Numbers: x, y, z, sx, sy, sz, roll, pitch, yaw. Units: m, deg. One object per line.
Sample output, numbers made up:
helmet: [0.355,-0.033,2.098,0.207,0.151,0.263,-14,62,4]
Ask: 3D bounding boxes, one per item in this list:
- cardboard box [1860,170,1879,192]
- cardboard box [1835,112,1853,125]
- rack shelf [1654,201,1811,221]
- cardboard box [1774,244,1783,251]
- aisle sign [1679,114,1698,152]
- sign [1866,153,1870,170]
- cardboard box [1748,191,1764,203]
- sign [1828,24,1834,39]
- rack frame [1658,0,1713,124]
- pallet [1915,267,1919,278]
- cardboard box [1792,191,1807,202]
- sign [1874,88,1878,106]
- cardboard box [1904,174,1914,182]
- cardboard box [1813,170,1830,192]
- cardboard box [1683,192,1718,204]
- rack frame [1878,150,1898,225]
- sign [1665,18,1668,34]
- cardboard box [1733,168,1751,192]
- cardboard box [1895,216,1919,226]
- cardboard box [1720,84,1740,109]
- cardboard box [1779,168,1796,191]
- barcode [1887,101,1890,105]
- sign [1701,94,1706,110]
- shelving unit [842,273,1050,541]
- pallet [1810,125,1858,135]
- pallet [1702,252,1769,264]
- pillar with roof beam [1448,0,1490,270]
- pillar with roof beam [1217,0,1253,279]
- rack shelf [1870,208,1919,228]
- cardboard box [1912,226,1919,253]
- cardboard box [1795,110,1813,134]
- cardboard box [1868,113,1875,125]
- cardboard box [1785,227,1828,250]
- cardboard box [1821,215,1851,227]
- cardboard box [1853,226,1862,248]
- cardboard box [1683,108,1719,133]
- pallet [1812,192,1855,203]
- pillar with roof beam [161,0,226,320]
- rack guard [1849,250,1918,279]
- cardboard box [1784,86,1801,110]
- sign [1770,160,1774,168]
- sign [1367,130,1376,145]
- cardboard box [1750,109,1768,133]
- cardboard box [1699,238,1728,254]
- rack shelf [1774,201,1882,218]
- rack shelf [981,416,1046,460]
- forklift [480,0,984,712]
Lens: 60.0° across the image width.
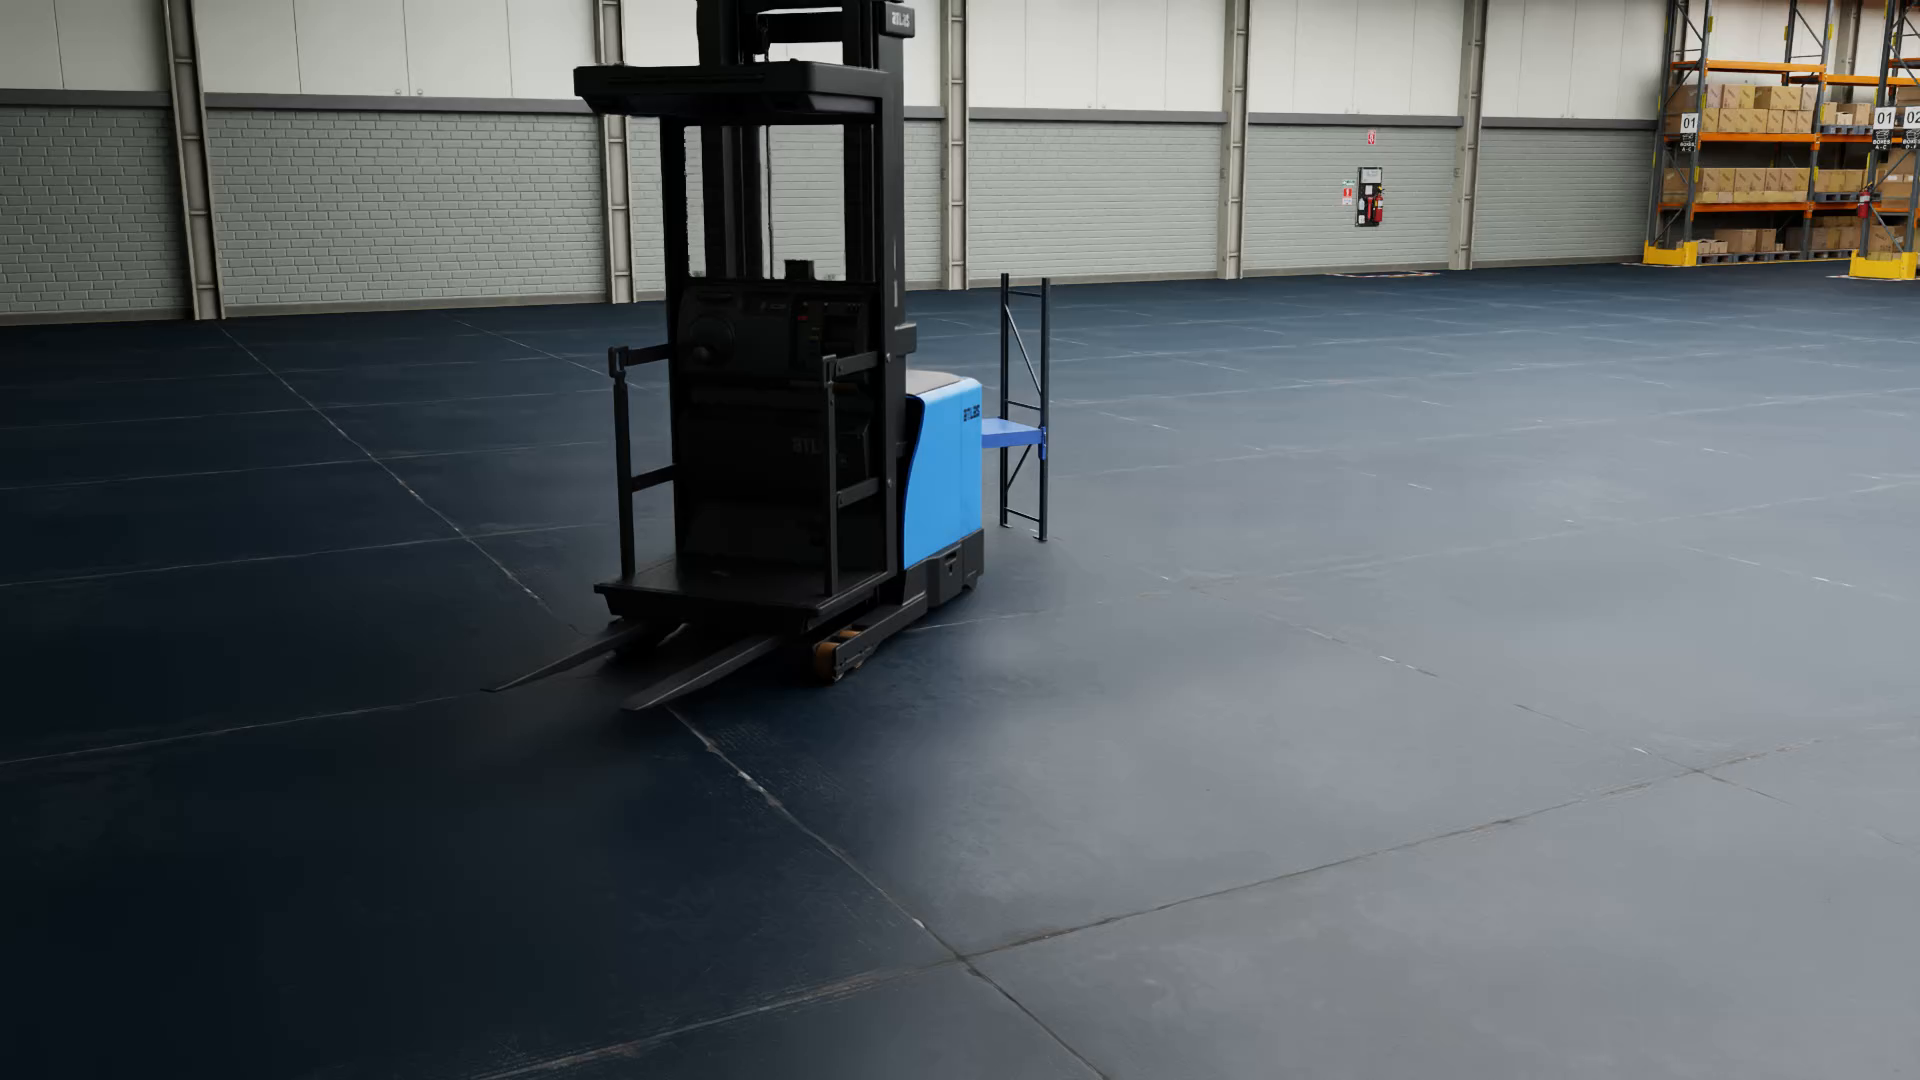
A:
cardboard box: [21.038,-8.431,39.010,0.500,0.500,0.700,-7,14,-28]
cardboard box: [20.076,-9.665,38.138,0.500,0.311,0.500,-6,14,-26]
rack shelf: [17.262,-7.372,37.173,4.000,0.370,1.077,-7,14,-28]
cardboard box: [18.562,-6.704,38.016,0.250,0.166,0.380,-9,16,-35]
aisle sign: [15.587,-8.716,35.583,0.004,0.787,0.394,-7,14,-28]
sign: [17.636,-7.345,32.237,0.005,0.325,0.100,-7,14,-28]
cardboard box: [17.431,-7.602,36.852,0.500,0.250,0.500,-7,14,-27]
sign: [19.261,-11.248,36.786,0.005,0.325,0.100,-7,14,-28]
rack frame: [15.507,-10.439,35.501,0.127,3.000,1.000,-7,14,-28]
pallet: [18.535,-5.287,32.619,1.213,0.211,1.003,-7,14,-28]
cardboard box: [18.747,-7.762,37.562,0.500,0.250,0.500,-7,14,-28]
sign: [17.636,-8.521,31.972,0.005,0.325,0.100,-7,14,-28]
cardboard box: [18.331,-6.923,31.836,0.250,0.149,0.380,-7,14,-28]
cardboard box: [19.481,-8.244,38.179,0.500,0.500,0.700,-7,14,-28]
cardboard box: [16.087,-7.439,36.130,0.500,0.250,0.500,-7,15,-29]
rack frame: [22.529,-8.354,39.899,0.127,3.000,1.000,-7,14,-28]
sign: [15.259,-11.081,35.865,0.005,0.325,0.100,-7,14,-28]
cardboard box: [16.965,-7.911,36.516,0.500,0.500,0.500,-7,15,-30]
cardboard box: [23.237,-7.562,40.320,0.750,0.750,0.750,-7,14,-29]
cardboard box: [16.426,-9.559,35.870,0.500,0.500,0.500,-7,14,-29]
cardboard box: [18.316,-8.073,37.237,0.500,0.500,0.500,-7,14,-28]
barcode: [17.917,-8.430,32.080,0.075,0.075,0.001,-7,14,-28]
sign: [15.767,-9.298,35.269,0.005,0.325,0.100,-7,14,-28]
shelving unit: [-0.075,-0.723,9.405,1.048,1.500,0.538,-7,14,-28]
pallet: [19.611,-9.350,37.918,1.003,0.211,1.213,-7,14,-28]
pallet: [17.373,-6.366,37.417,1.213,0.211,1.003,-7,14,-28]
pillar with roof beam: [12.503,-9.219,30.077,0.400,9.000,9.100,-7,14,-28]
pillar with roof beam: [7.237,-8.588,27.273,0.400,9.000,9.100,-7,14,-28]
rack shelf: [19.639,-6.418,32.933,4.000,0.370,1.077,-7,14,-28]
cardboard box: [18.899,-5.854,32.388,0.500,0.500,0.500,-7,14,-28]
cardboard box: [18.691,-9.354,37.238,0.500,0.500,0.500,-6,14,-26]
cardboard box: [21.346,-9.759,39.029,0.637,0.503,0.797,-5,14,-20]
cardboard box: [19.656,-7.009,38.614,0.500,0.500,0.700,-6,14,-26]
cardboard box: [20.496,-7.477,38.986,0.500,0.250,0.500,-7,15,-29]
cardboard box: [20.991,-7.174,39.346,0.500,0.500,0.700,-7,14,-28]
cardboard box: [15.920,-9.022,35.759,0.500,0.500,0.500,-6,14,-26]
pallet: [19.758,-7.892,38.283,1.213,0.211,1.003,-7,14,-28]
pillar with roof beam: [-8.563,-6.694,18.858,0.400,9.000,9.100,-7,14,-28]
rack guard: [17.862,-5.336,32.182,0.348,0.500,1.175,-7,14,-28]
cardboard box: [18.229,-9.778,36.844,0.500,0.500,0.500,-6,14,-25]
sign: [18.749,-8.605,38.376,0.005,0.325,0.100,-7,14,-28]
sign: [8.198,-8.018,33.127,0.199,0.298,0.001,-7,14,-28]
cardboard box: [17.322,-9.187,36.494,0.500,0.500,0.500,-6,14,-24]
cardboard box: [16.658,-6.531,36.919,0.500,0.311,0.500,-6,14,-23]
rack shelf: [20.773,-7.793,39.043,4.000,0.370,1.077,-7,14,-28]
rack shelf: [-0.075,-0.547,9.444,1.000,0.185,0.538,-7,14,-28]
forklift: [-0.898,-0.942,7.119,1.130,2.935,3.031,5,14,21]
